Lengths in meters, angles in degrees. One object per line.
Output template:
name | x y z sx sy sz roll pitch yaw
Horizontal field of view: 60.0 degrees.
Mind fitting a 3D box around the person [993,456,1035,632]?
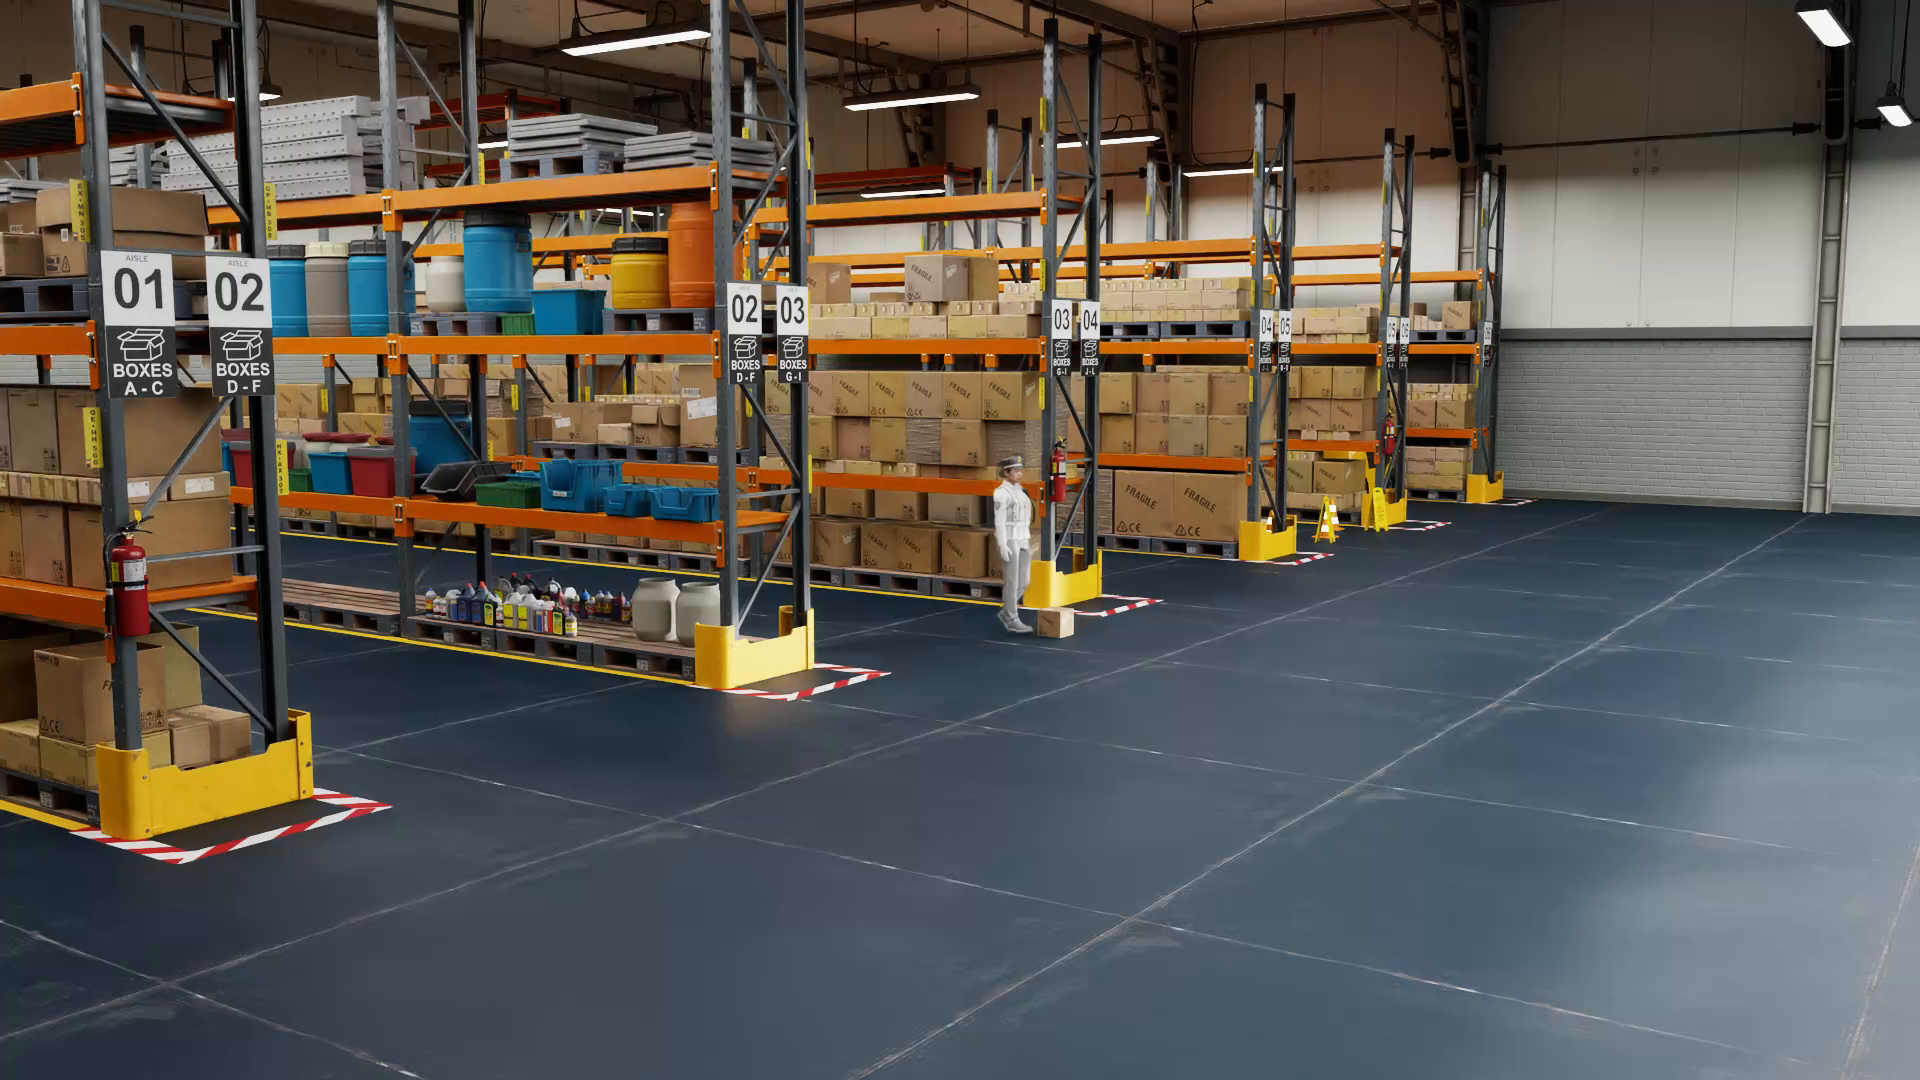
person | 0.500 0.042 15.895 0.523 1.705 0.503 4 8 33
